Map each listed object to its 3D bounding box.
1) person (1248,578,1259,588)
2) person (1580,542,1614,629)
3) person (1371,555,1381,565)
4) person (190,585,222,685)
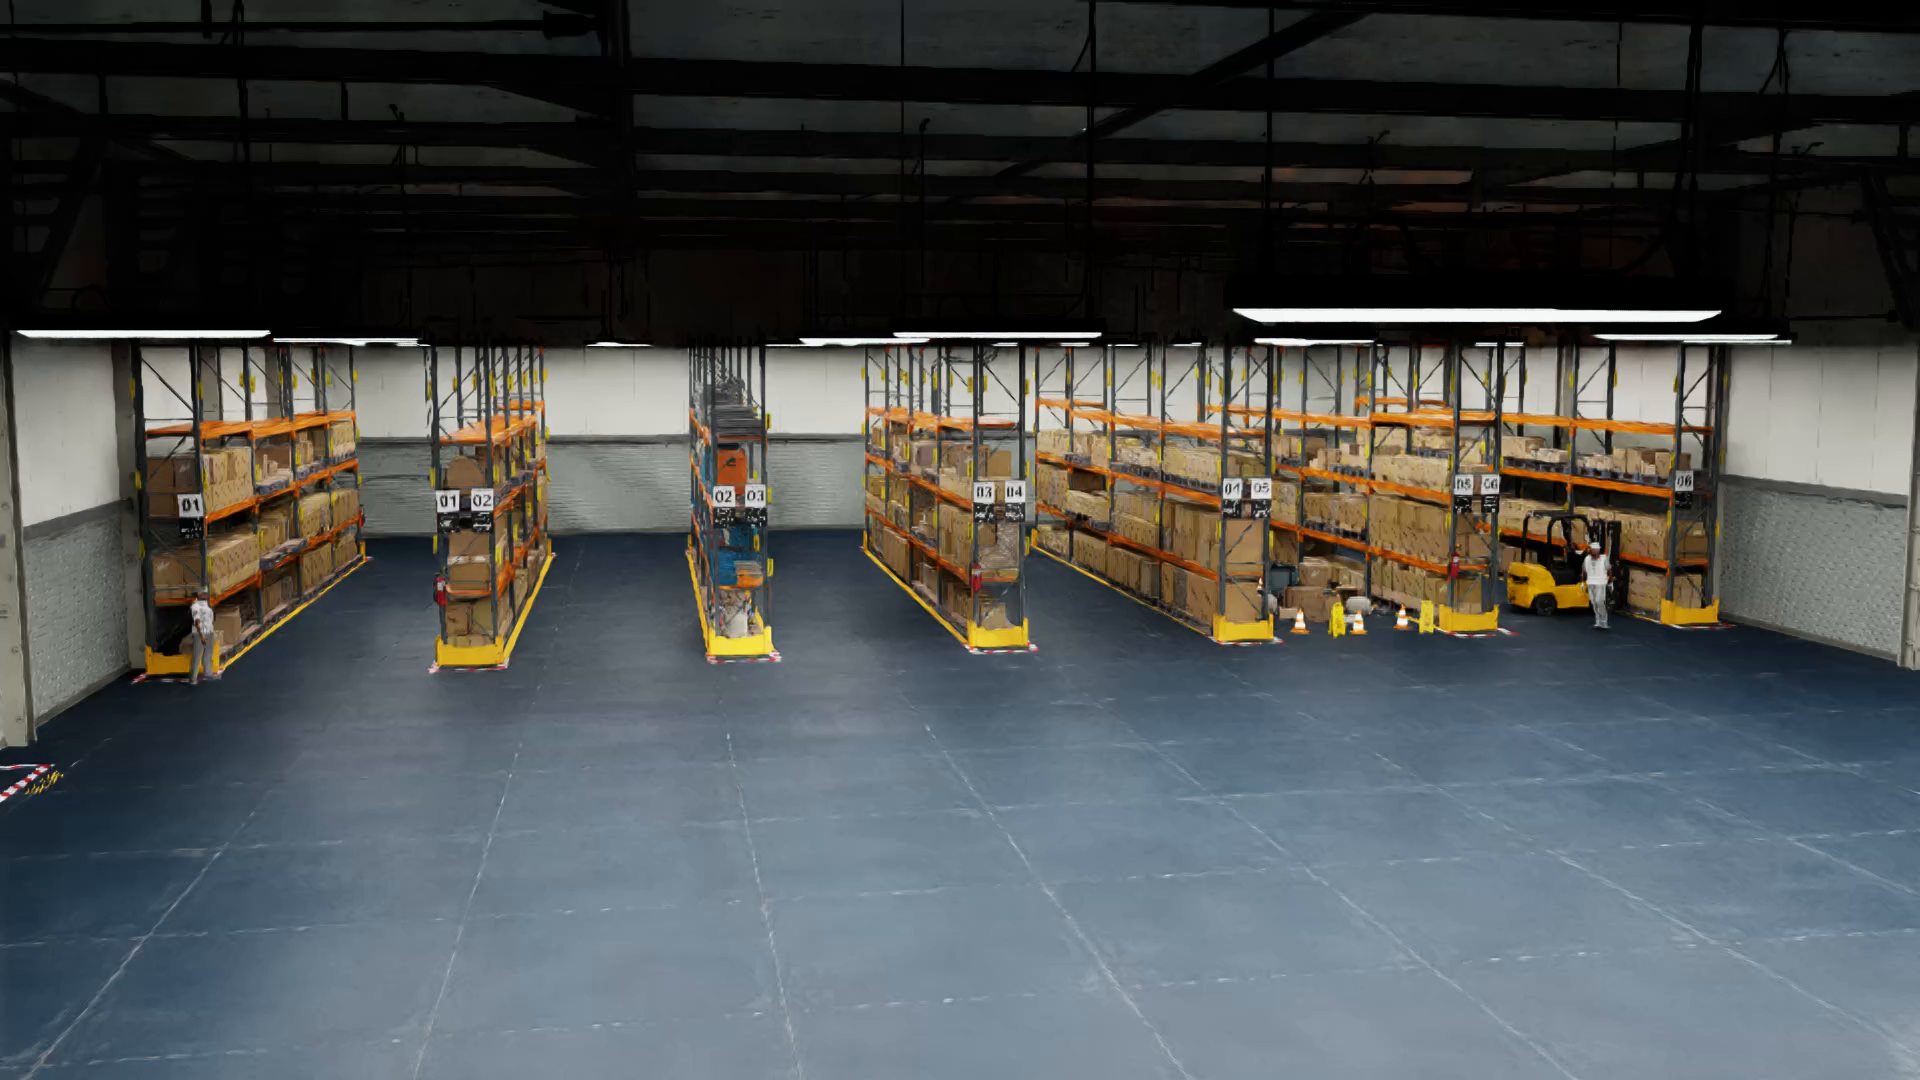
[{"bbox_3d":[6.855,0.312,39.487,0.630,1.754,0.678,2,7,18],"label":"person"},{"bbox_3d":[13.108,0.914,34.210,0.483,1.768,0.645,-6,9,-45],"label":"person"},{"bbox_3d":[11.034,-0.126,43.379,0.580,1.746,0.654,2,7,17],"label":"person"},{"bbox_3d":[-13.037,1.607,28.579,0.386,1.677,0.623,0,7,3],"label":"person"}]
